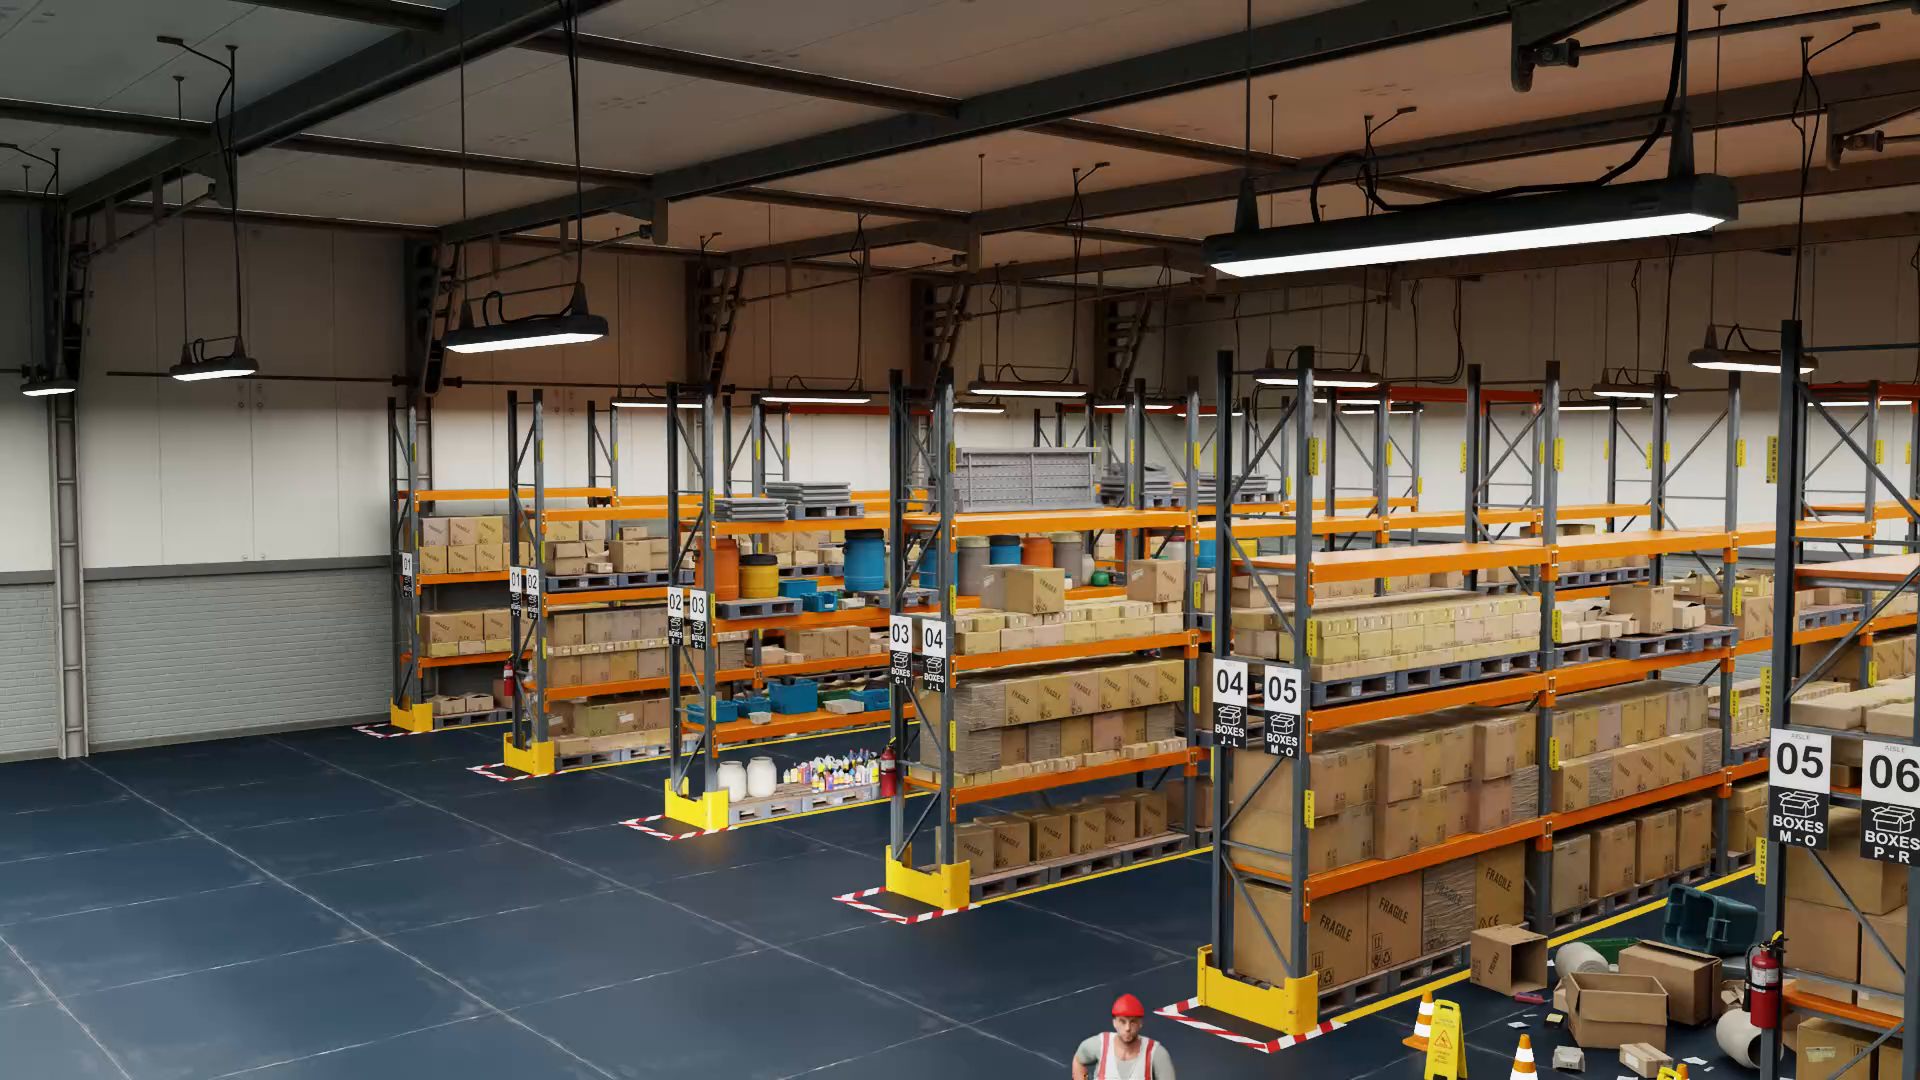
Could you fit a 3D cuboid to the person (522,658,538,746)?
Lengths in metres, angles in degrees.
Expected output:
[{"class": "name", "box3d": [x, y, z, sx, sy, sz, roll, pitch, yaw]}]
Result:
[{"class": "person", "box3d": [-7.181, 2.632, 28.538, 0.723, 1.739, 0.799, 2, 4, 30]}]

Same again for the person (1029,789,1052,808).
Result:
[{"class": "person", "box3d": [1.059, 3.069, 22.218, 0.660, 1.635, 0.514, -3, 4, -42]}]

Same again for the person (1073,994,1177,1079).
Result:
[{"class": "person", "box3d": [1.004, 3.675, 10.202, 0.644, 1.810, 0.823, 0, 3, 2]}]
